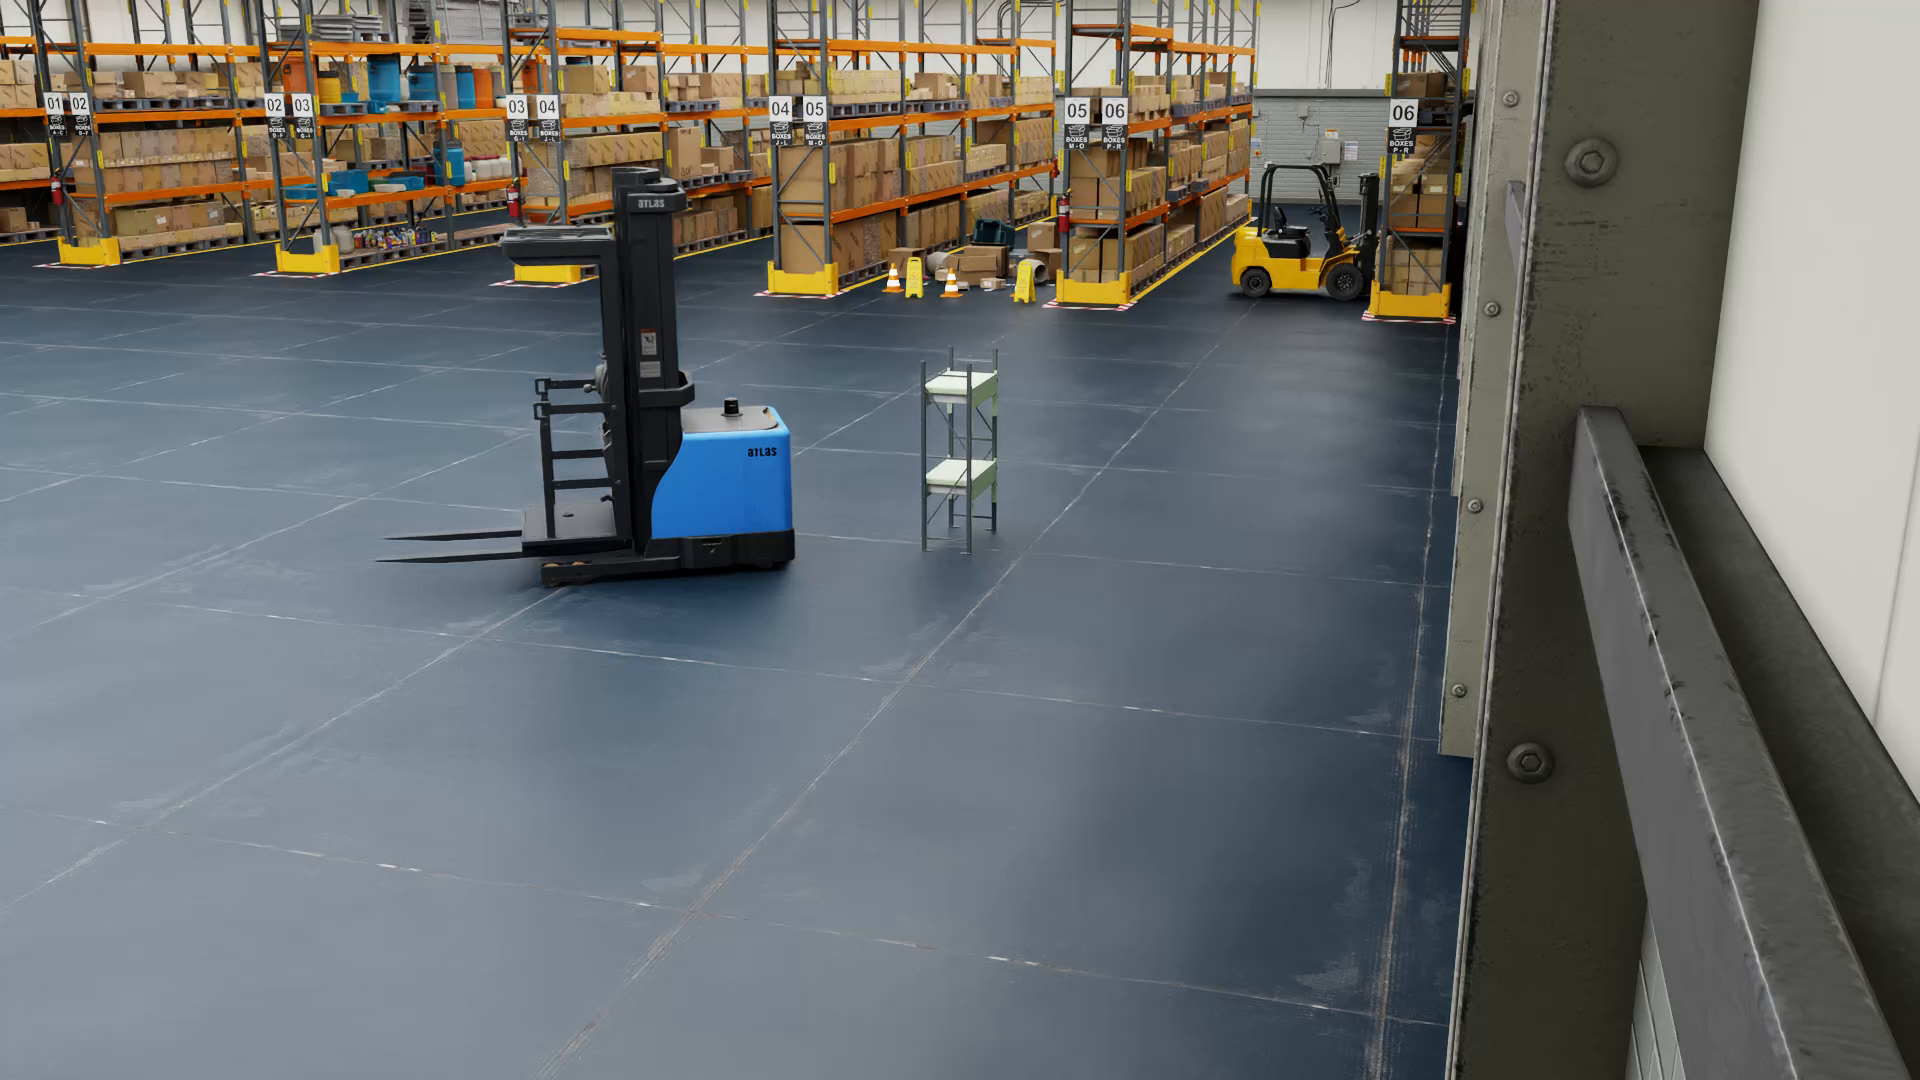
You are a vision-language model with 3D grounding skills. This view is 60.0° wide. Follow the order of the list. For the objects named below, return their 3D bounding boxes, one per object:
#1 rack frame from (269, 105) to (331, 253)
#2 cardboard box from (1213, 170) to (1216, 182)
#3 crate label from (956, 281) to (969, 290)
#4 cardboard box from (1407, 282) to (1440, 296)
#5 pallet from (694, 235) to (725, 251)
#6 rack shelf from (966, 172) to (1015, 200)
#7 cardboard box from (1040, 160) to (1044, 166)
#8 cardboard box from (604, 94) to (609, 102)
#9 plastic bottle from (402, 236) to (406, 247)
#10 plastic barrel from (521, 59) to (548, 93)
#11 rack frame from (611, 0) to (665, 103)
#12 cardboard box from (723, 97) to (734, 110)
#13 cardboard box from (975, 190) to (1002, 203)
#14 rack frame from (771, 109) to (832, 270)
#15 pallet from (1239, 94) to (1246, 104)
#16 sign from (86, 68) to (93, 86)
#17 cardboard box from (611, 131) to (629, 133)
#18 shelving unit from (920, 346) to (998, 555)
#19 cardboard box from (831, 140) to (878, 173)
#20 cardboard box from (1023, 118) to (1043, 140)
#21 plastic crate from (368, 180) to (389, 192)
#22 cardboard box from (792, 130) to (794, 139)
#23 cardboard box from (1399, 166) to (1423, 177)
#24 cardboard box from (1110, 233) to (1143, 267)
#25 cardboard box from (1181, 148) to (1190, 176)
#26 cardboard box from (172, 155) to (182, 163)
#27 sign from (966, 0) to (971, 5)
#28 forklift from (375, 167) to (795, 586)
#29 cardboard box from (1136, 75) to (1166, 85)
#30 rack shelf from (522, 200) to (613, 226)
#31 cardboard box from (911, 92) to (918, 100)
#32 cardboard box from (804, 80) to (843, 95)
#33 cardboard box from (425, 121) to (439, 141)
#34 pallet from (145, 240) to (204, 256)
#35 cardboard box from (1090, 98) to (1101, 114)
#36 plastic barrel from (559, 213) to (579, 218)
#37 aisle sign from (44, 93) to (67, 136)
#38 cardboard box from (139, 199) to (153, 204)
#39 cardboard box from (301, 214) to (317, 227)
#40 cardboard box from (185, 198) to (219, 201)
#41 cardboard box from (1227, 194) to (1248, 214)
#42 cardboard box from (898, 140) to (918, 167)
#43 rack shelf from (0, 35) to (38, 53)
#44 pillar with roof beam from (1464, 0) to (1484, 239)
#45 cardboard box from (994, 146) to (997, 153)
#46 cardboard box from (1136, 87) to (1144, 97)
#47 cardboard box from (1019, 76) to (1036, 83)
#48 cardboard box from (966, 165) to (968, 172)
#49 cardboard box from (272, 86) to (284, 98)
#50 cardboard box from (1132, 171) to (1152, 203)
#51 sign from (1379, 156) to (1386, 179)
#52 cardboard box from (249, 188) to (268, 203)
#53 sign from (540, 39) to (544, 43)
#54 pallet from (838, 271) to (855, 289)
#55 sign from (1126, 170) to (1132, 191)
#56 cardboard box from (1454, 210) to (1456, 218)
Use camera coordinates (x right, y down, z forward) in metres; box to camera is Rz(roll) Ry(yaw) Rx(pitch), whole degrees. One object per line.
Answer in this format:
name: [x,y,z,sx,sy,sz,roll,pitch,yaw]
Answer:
rack frame: [-12.116,-6.437,30.526,1.000,3.000,0.127,5,16,16]
cardboard box: [5.209,-7.816,35.662,0.500,0.250,0.500,5,16,16]
crate label: [0.023,-4.327,28.335,0.250,0.136,0.298,-4,16,-13]
cardboard box: [7.222,-3.893,25.827,0.500,0.250,0.500,5,16,16]
pallet: [-5.666,-6.282,35.090,1.003,0.211,1.213,5,16,16]
rack shelf: [0.202,-7.912,37.045,1.077,0.370,4.000,5,16,16]
cardboard box: [1.871,-9.402,41.441,0.380,0.149,0.250,5,17,17]
cardboard box: [-6.639,-8.076,30.353,0.380,0.149,0.250,4,16,15]
plastic bottle: [-11.089,-5.948,33.125,0.097,0.201,0.097,0,16,0]
plastic barrel: [-9.678,-10.530,37.903,0.600,0.830,0.708,5,16,16]
rack frame: [-6.230,-9.985,32.043,1.000,3.000,0.127,5,16,16]
cardboard box: [-5.122,-9.242,35.195,0.500,0.250,0.500,5,16,16]
cardboard box: [0.642,-7.794,37.746,0.500,0.250,0.500,5,17,19]
rack frame: [-2.640,-5.642,27.723,1.000,3.000,0.127,5,16,16]
pallet: [6.136,-10.356,39.008,1.003,0.211,1.213,5,16,16]
sign: [-16.333,-8.679,31.187,0.100,0.325,0.005,5,16,16]
cardboard box: [-6.602,-7.674,32.325,0.500,0.500,0.500,5,16,16]
shelving unit: [-0.002,-0.720,13.119,0.431,1.500,0.755,5,16,16]
cardboard box: [-1.971,-6.903,29.914,0.875,0.550,0.550,5,16,16]
cardboard box: [1.732,-10.092,40.851,0.500,0.500,0.500,6,17,19]
plastic crate: [-11.635,-7.048,33.070,0.450,0.188,0.662,5,16,16]
cardboard box: [-4.337,-9.377,38.869,0.797,0.503,0.637,5,17,16]
cardboard box: [7.312,-5.980,26.998,0.380,0.149,0.250,5,16,16]
cardboard box: [2.779,-4.857,27.852,0.500,0.500,0.500,4,16,14]
cardboard box: [4.110,-7.219,31.786,0.500,0.500,0.500,4,16,14]
cardboard box: [-16.034,-7.739,33.745,0.380,0.149,0.250,5,17,18]
sign: [0.166,-11.104,33.986,0.100,0.325,0.005,5,16,16]
forklift: [-2.820,-1.229,12.292,3.031,2.935,1.130,-4,16,-13]
cardboard box: [3.582,-8.574,31.155,0.500,0.250,0.500,5,17,17]
rack shelf: [-6.799,-6.230,31.115,1.077,0.370,4.000,5,16,16]
cardboard box: [-0.971,-8.513,31.855,0.250,0.149,0.380,5,16,16]
cardboard box: [-2.257,-7.512,27.597,0.500,0.250,0.500,5,16,16]
cardboard box: [-13.558,-10.643,43.340,0.500,0.500,0.500,5,17,16]
pallet: [-16.338,-6.002,34.103,1.003,0.211,1.213,5,16,16]
cardboard box: [2.021,-6.953,26.579,0.500,0.250,0.500,4,16,15]
plastic barrel: [-9.399,-7.997,39.675,0.600,0.588,0.708,5,16,16]
aisle sign: [-17.164,-8.078,31.549,0.394,0.787,0.004,5,16,16]
cardboard box: [-19.753,-7.989,39.773,0.700,0.500,0.500,5,16,16]
cardboard box: [-14.938,-7.236,37.614,0.500,0.250,0.500,5,17,17]
cardboard box: [-16.159,-7.011,35.447,0.500,0.500,0.500,5,16,16]
cardboard box: [6.590,-8.259,40.877,0.875,0.438,0.875,4,16,14]
cardboard box: [-1.224,-7.482,32.197,0.700,0.500,0.500,4,16,15]
rack shelf: [-21.046,-10.267,34.360,1.077,0.370,4.000,5,16,16]
pillar with roof beam: [7.239,-11.372,36.932,9.100,9.000,0.400,5,16,16]
cardboard box: [0.618,-8.822,37.536,0.380,0.149,0.250,5,16,16]
cardboard box: [2.760,-7.255,26.913,0.380,0.149,0.250,5,16,16]
cardboard box: [1.635,-11.120,40.169,0.380,0.149,0.250,4,16,14]
cardboard box: [-0.046,-7.917,35.436,0.380,0.149,0.250,4,16,15]
cardboard box: [-15.125,-9.937,36.874,0.500,0.250,0.500,3,16,11]
cardboard box: [2.959,-5.981,28.190,0.500,0.500,0.500,4,16,15]
sign: [6.378,-5.617,25.080,0.100,0.325,0.005,5,16,16]
cardboard box: [-18.514,-9.100,43.084,0.750,0.750,0.750,5,17,18]
sign: [-9.313,-11.220,36.987,0.100,0.325,0.005,5,16,16]
pallet: [-2.488,-4.515,28.862,1.003,0.211,1.213,5,16,16]
sign: [2.655,-5.659,26.196,0.100,0.325,0.005,5,16,16]
cardboard box: [9.876,-6.620,33.794,0.380,0.149,0.250,4,16,13]
